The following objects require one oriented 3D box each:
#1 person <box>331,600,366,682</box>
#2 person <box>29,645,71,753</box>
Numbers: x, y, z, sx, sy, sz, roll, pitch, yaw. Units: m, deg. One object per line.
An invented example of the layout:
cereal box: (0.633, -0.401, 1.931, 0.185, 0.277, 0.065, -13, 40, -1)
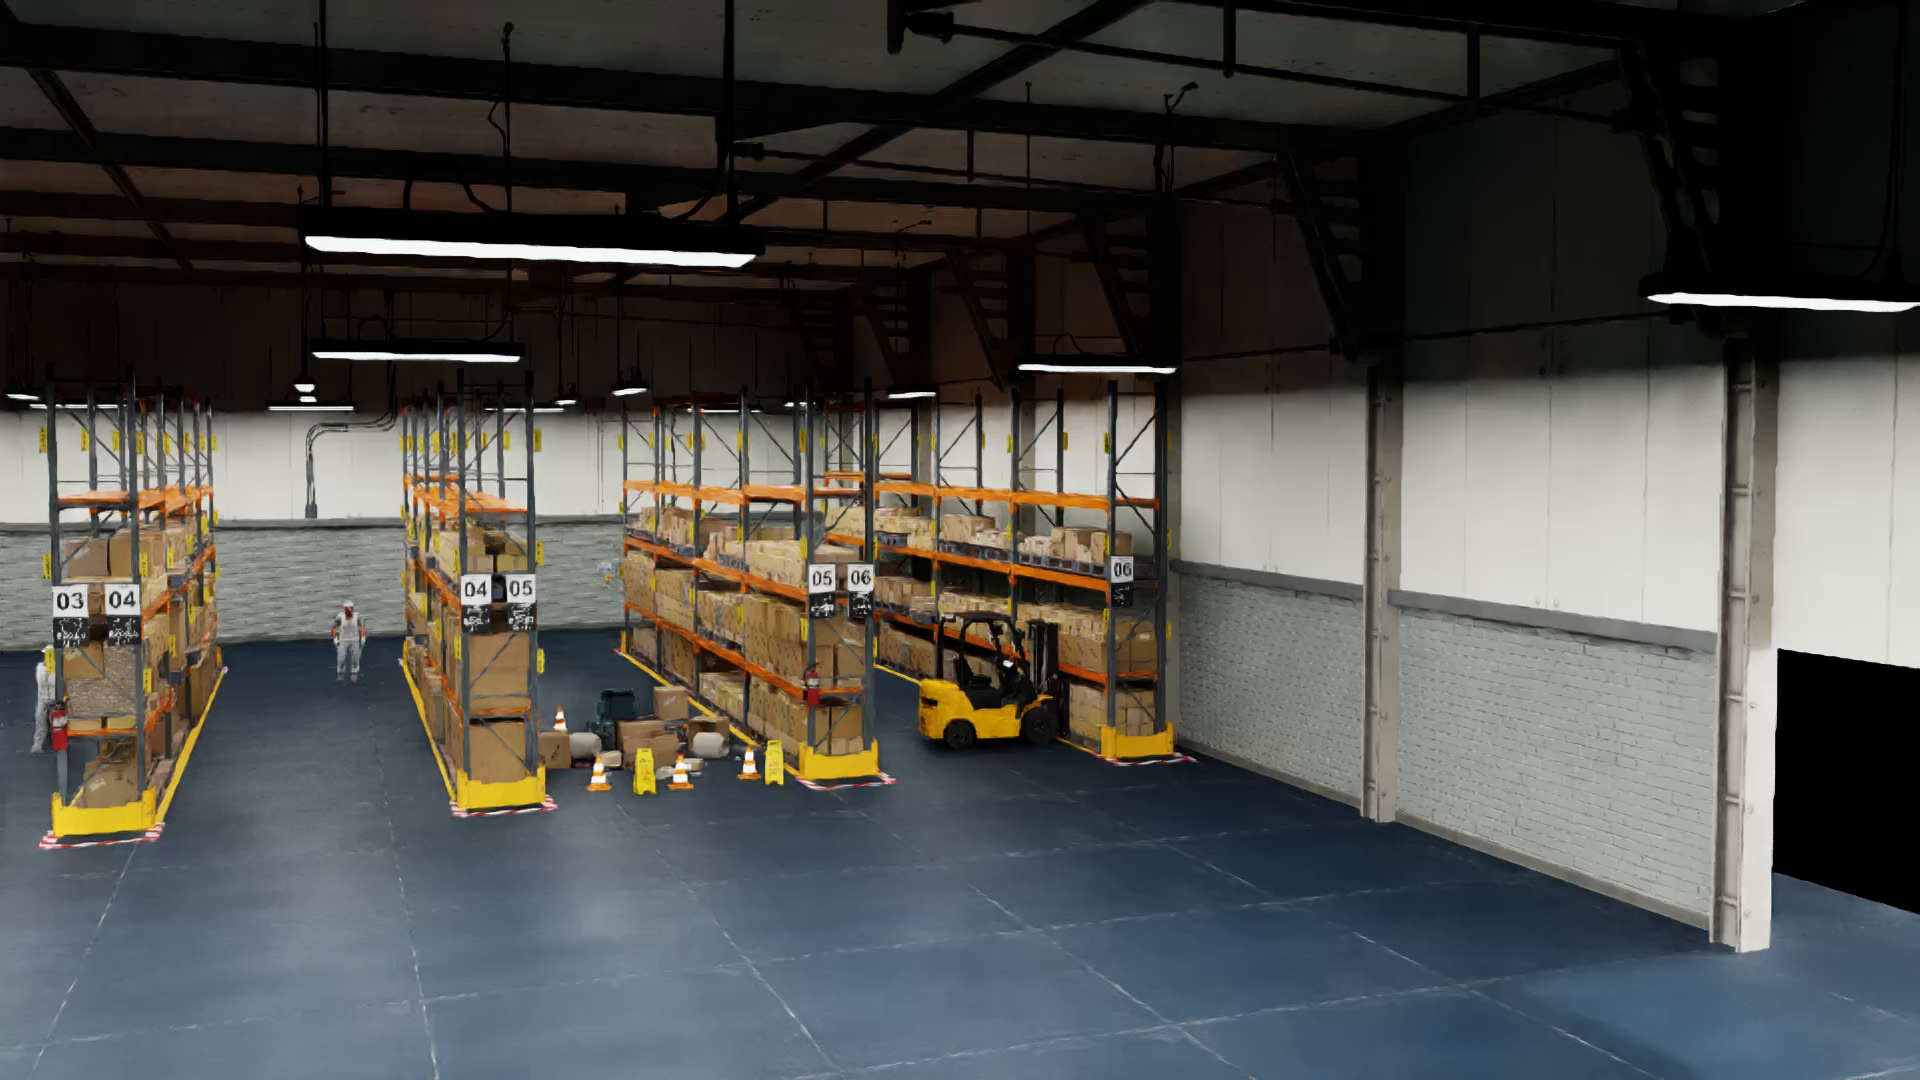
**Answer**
person: (-12.744, 2.114, 34.672, 0.677, 1.742, 0.552, -1, 4, -22)
person: (-14.718, 2.554, 26.952, 0.553, 1.723, 1.035, -1, 3, -12)
